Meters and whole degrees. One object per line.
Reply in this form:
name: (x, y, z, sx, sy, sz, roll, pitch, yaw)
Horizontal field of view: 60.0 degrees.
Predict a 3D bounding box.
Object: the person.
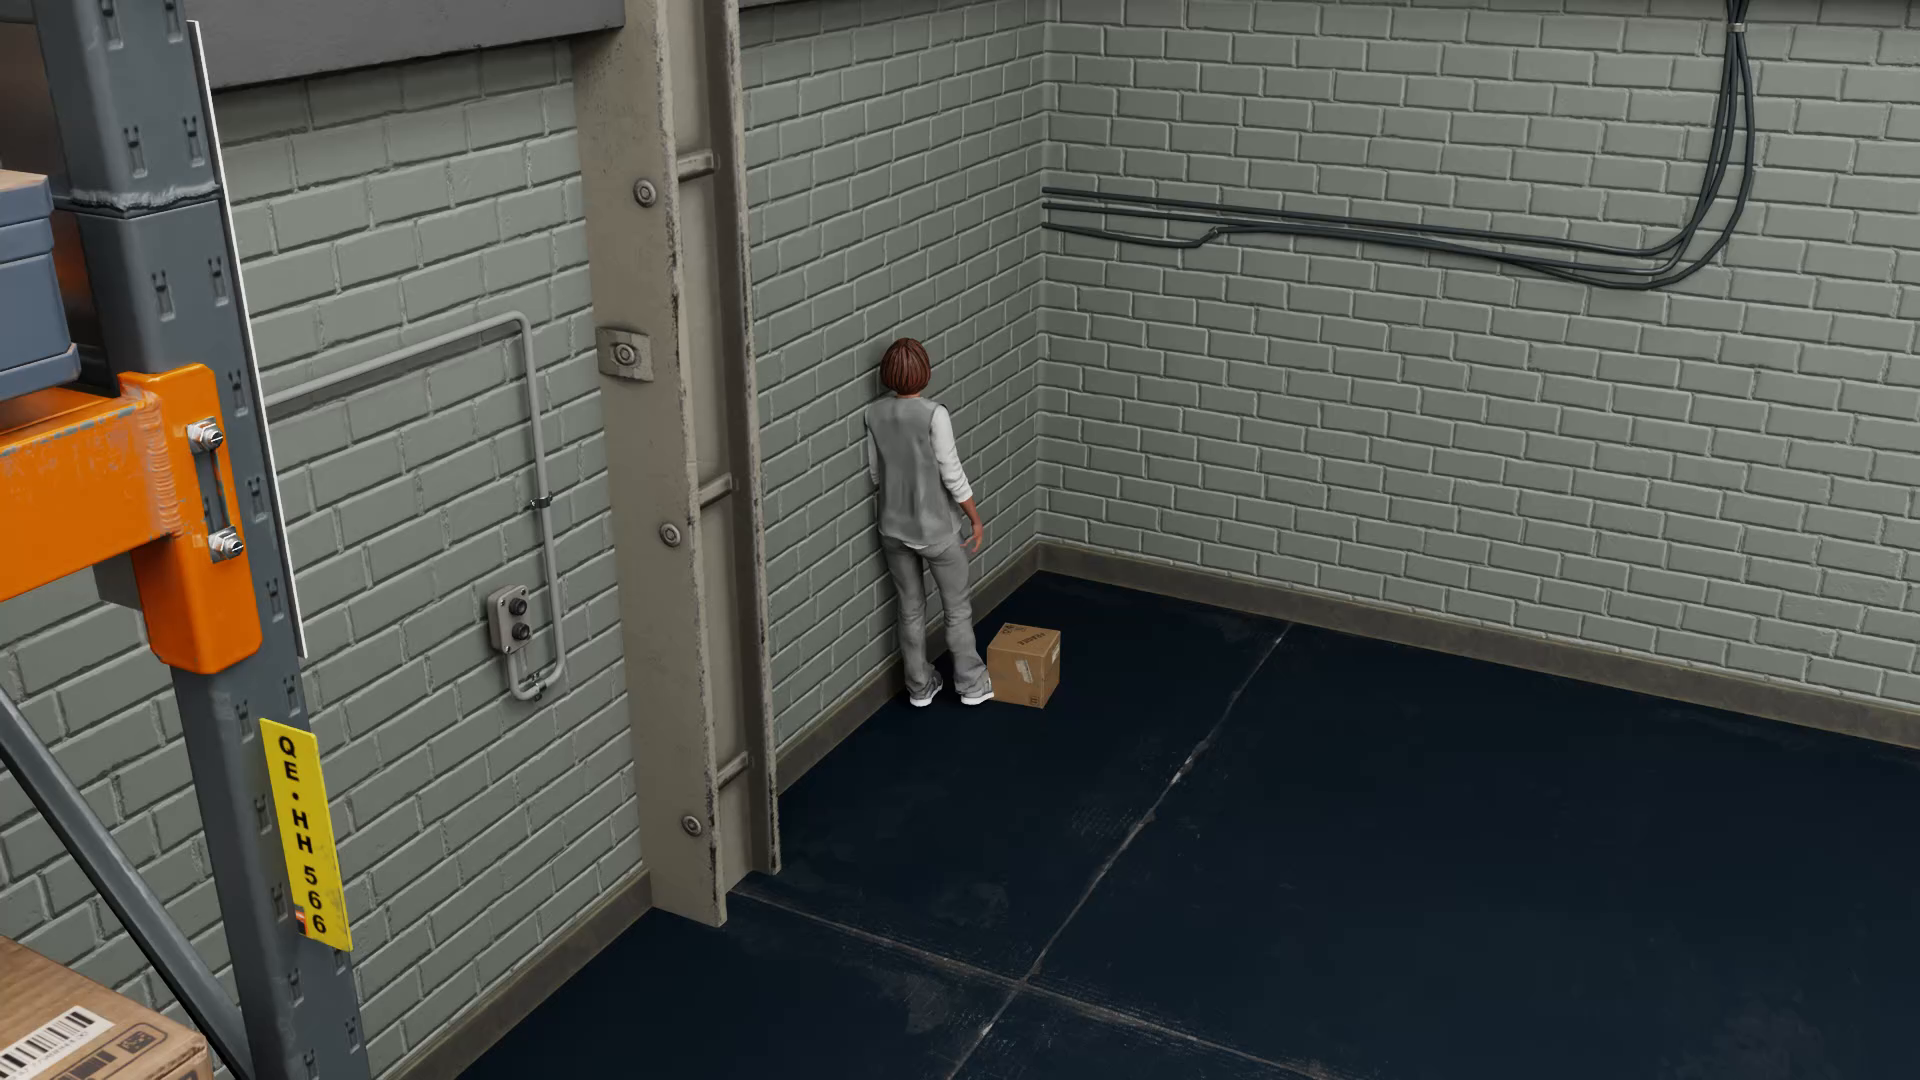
person: (-0.116, -0.070, 6.749, 0.521, 1.597, 0.474, 11, 26, 25)
